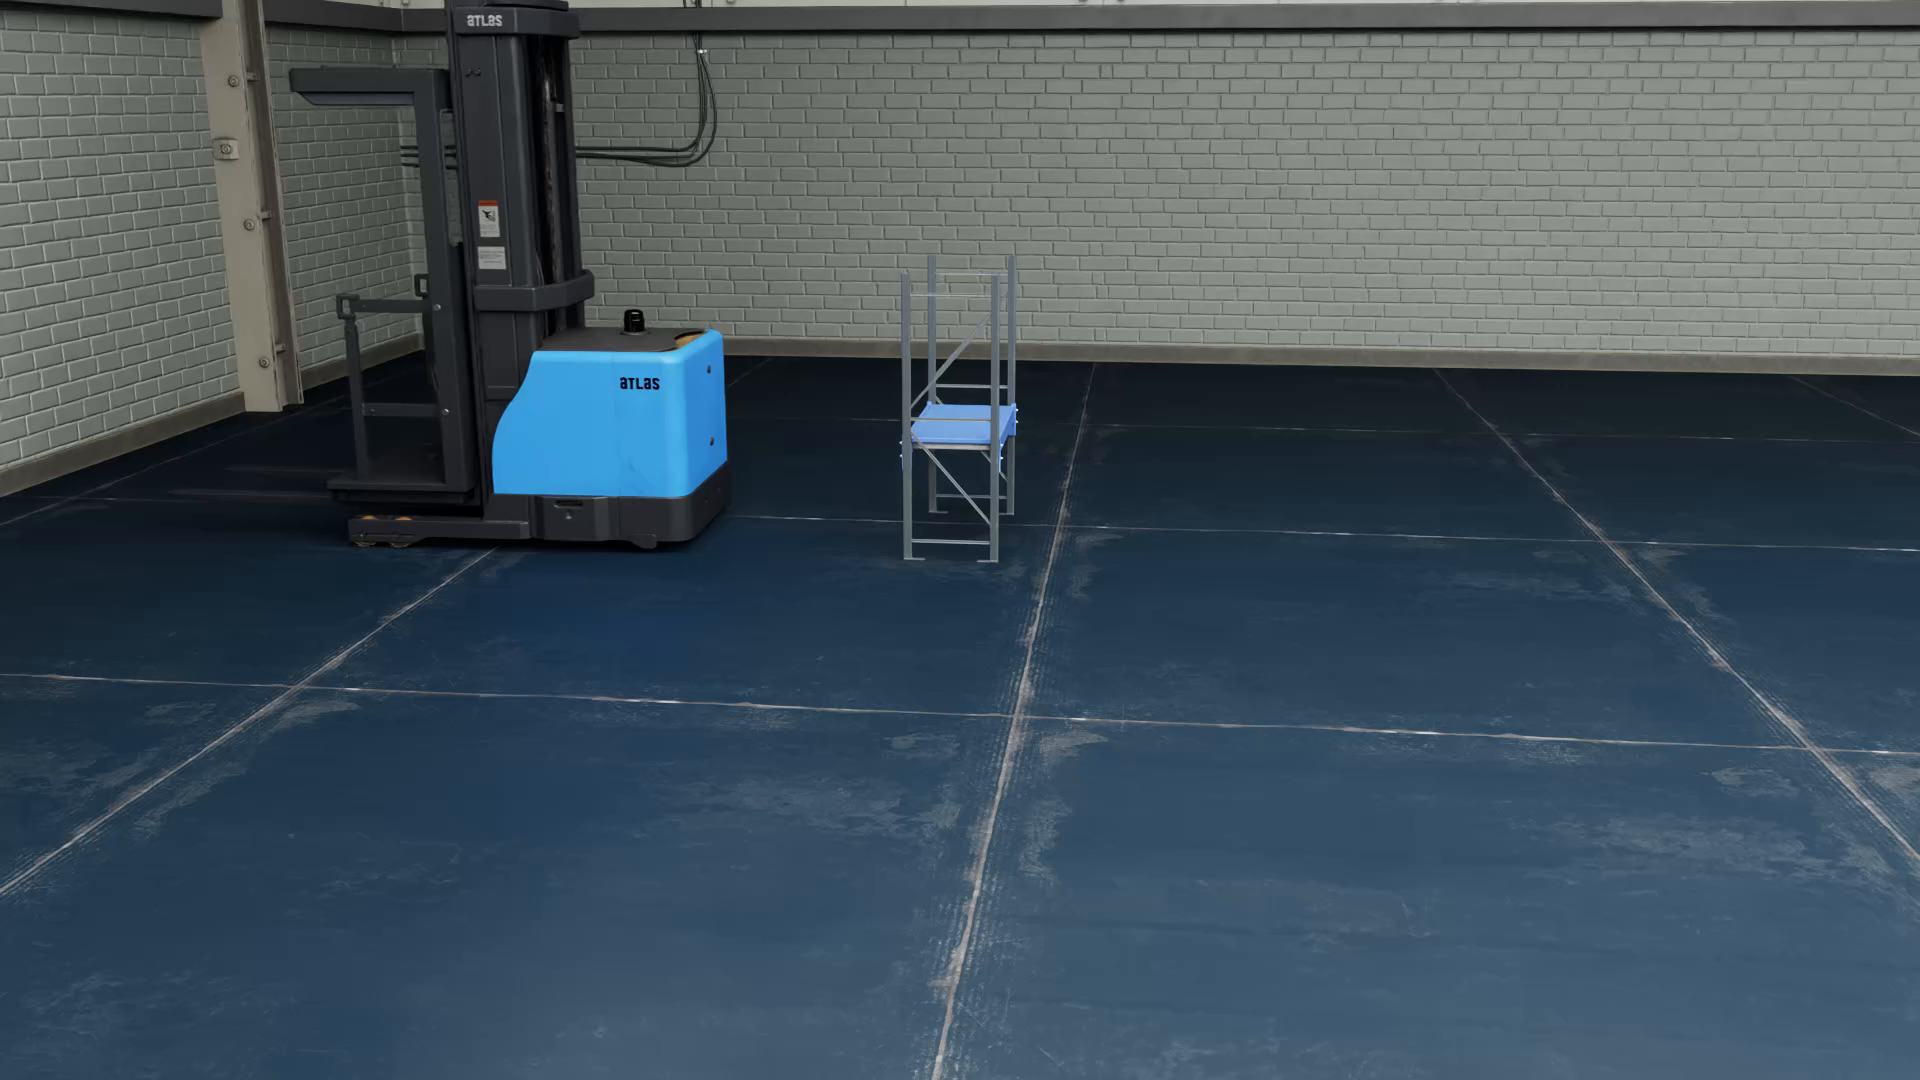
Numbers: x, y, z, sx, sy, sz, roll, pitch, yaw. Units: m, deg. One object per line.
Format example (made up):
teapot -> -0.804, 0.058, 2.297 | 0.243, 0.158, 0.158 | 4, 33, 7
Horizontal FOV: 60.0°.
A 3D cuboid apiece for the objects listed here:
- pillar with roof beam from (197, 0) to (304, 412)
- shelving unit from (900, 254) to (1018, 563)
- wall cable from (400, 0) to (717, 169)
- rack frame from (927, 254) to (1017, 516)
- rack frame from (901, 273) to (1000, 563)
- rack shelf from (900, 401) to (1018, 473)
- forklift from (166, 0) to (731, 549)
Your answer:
pillar with roof beam -> -1.100, -5.261, 11.380 | 9.100, 9.000, 0.400 | 2, 15, 6
shelving unit -> 0.010, -0.746, 9.048 | 0.538, 1.500, 1.048 | 2, 15, 6
wall cable -> -3.731, -4.614, 14.936 | 3.097, 2.526, 0.112 | 2, 15, 6
rack frame -> 0.067, -0.878, 9.536 | 0.500, 1.500, 0.032 | 2, 15, 6
rack frame -> -0.048, -0.614, 8.561 | 0.500, 1.500, 0.032 | 2, 15, 6
rack shelf -> 0.010, -0.572, 9.095 | 0.538, 0.185, 1.000 | 2, 15, 6
forklift -> -2.892, -1.508, 9.123 | 3.031, 2.935, 1.130 | 1, 15, 5
